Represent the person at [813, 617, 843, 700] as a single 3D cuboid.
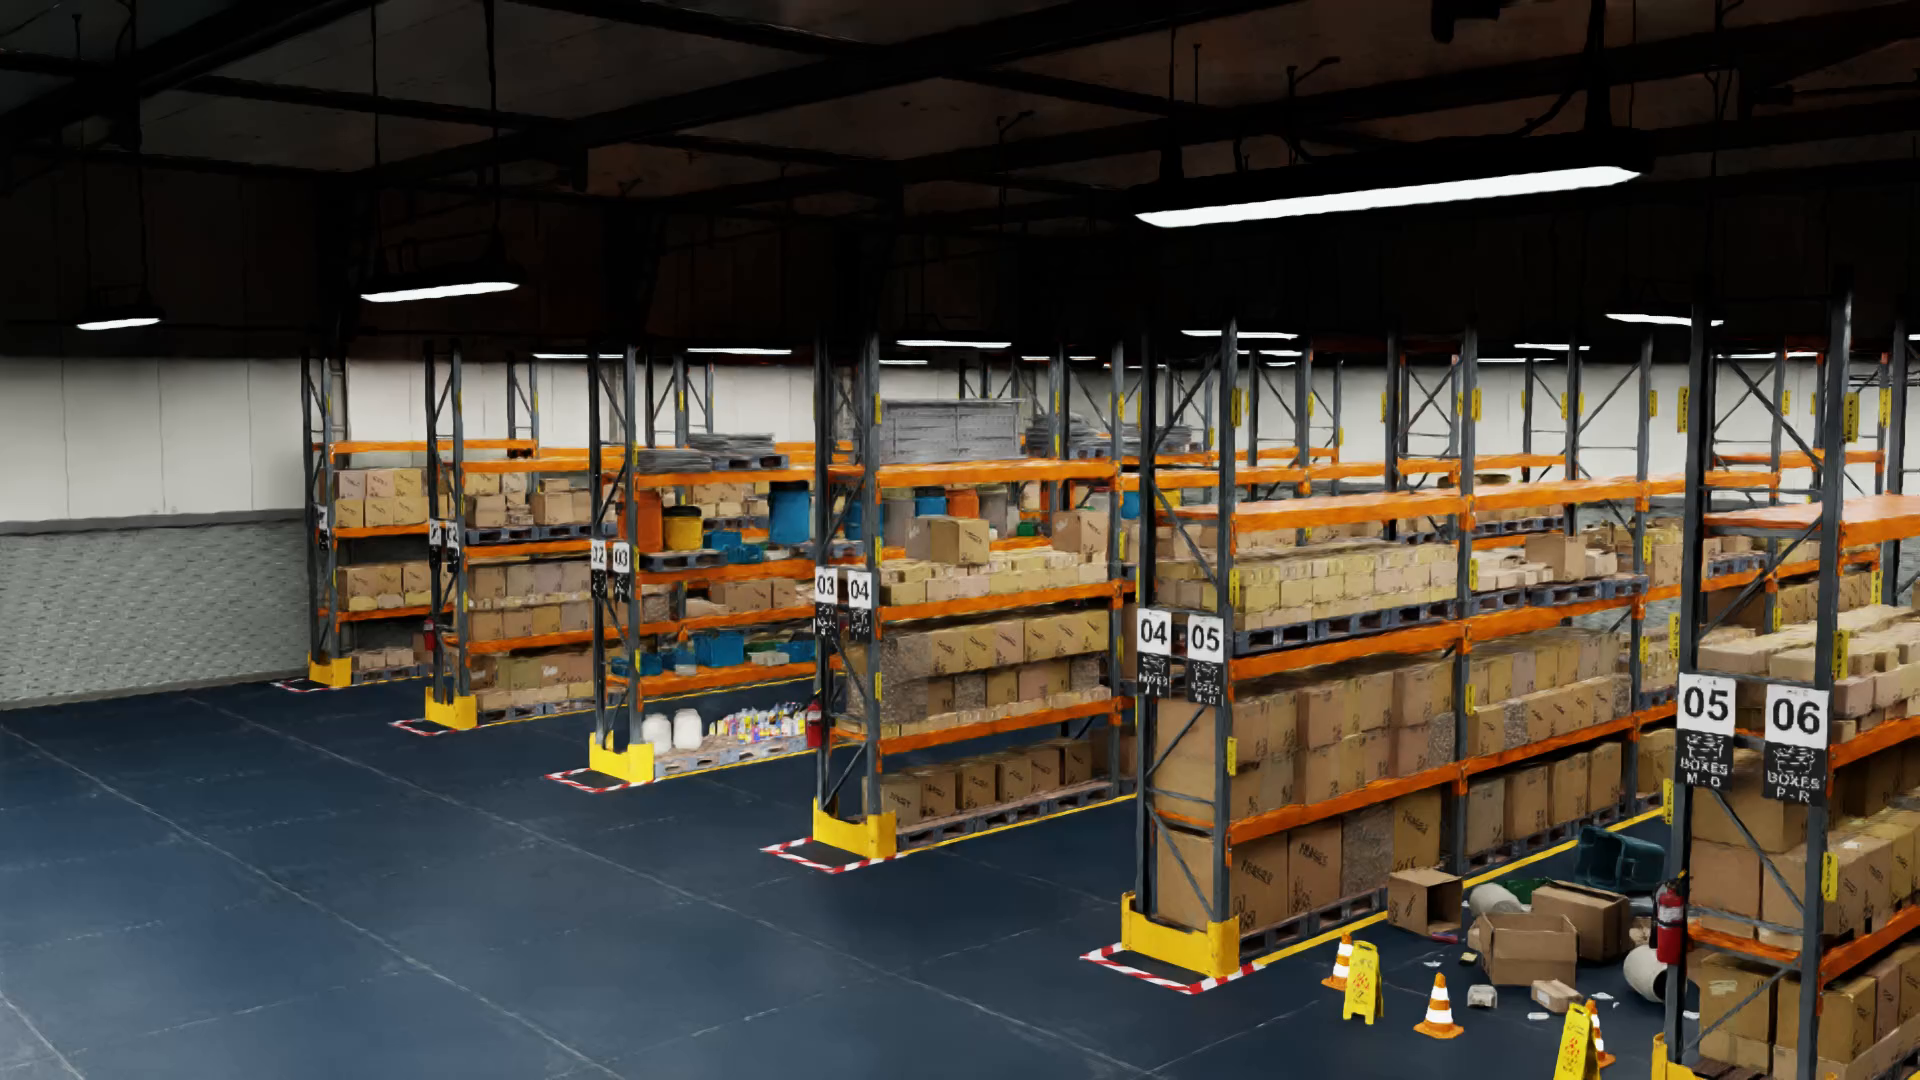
[{"bbox_3d":[-2.200,1.831,27.686,0.453,1.768,0.632,2,5,18],"label":"person"}]
